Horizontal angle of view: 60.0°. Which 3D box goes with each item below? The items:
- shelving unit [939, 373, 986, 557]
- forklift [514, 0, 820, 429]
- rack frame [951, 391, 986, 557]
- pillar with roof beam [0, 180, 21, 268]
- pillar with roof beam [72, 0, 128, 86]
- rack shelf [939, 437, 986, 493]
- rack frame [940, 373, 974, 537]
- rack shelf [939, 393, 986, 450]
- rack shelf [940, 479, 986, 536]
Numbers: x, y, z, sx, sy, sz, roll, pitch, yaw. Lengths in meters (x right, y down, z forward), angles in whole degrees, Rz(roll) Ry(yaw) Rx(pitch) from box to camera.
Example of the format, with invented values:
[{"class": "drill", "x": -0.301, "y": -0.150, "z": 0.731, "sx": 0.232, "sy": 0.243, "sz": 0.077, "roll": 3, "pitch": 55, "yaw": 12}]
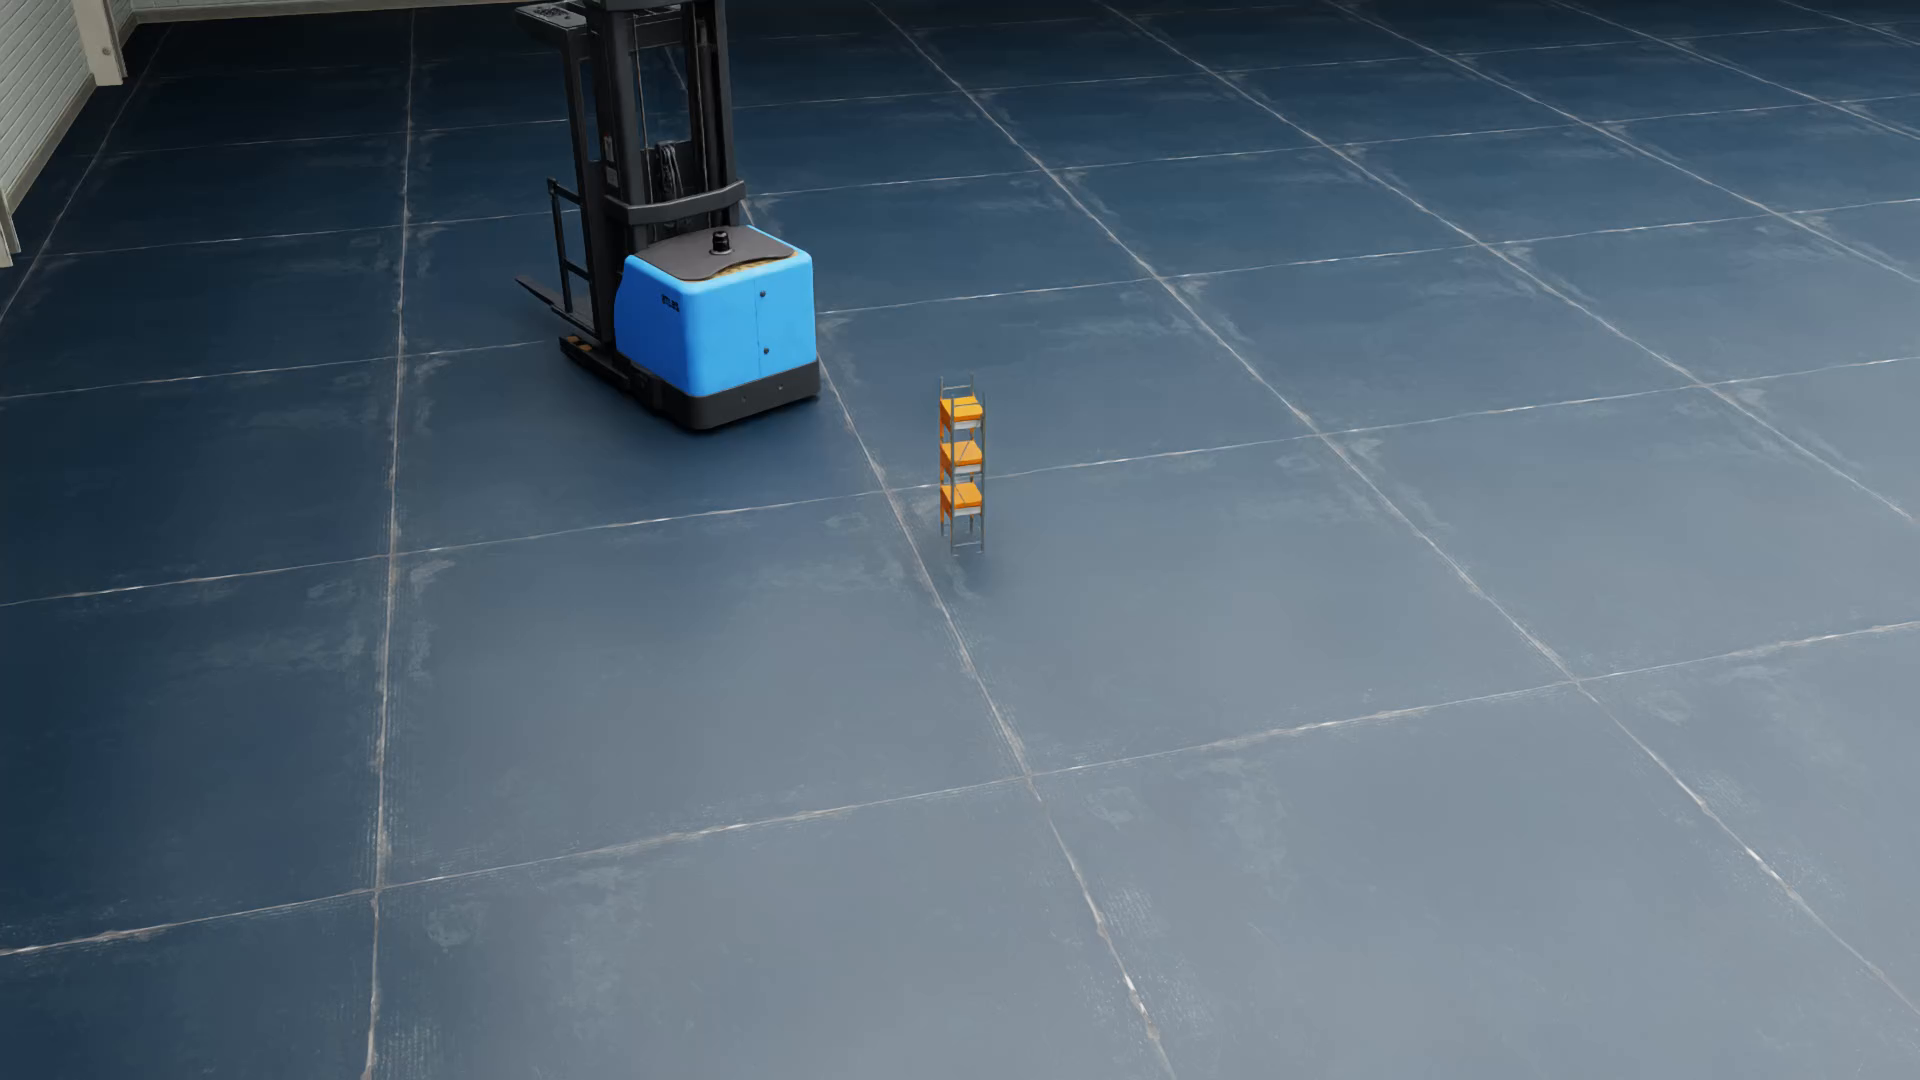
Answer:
[{"class": "shelving unit", "x": 0.014, "y": -0.429, "z": 9.673, "sx": 0.215, "sy": 1.050, "sz": 0.252, "roll": -8, "pitch": 31, "yaw": -13}, {"class": "forklift", "x": -2.301, "y": -2.675, "z": 11.677, "sx": 1.130, "sy": 2.935, "sz": 3.031, "roll": -22, "pitch": 37, "yaw": -33}, {"class": "rack frame", "x": 0.047, "y": -0.370, "z": 9.572, "sx": 0.200, "sy": 1.050, "sz": 0.008, "roll": -8, "pitch": 31, "yaw": -13}, {"class": "pillar with roof beam", "x": -4.002, "y": -6.835, "z": 12.808, "sx": 9.100, "sy": 9.000, "sz": 0.400, "roll": -8, "pitch": 31, "yaw": -13}, {"class": "pillar with roof beam", "x": -5.594, "y": -9.733, "z": 17.814, "sx": 9.100, "sy": 9.000, "sz": 0.400, "roll": -8, "pitch": 31, "yaw": -13}, {"class": "rack shelf", "x": 0.014, "y": -0.419, "z": 9.679, "sx": 0.215, "sy": 0.259, "sz": 0.240, "roll": -8, "pitch": 31, "yaw": -13}, {"class": "rack frame", "x": -0.018, "y": -0.487, "z": 9.775, "sx": 0.200, "sy": 1.050, "sz": 0.008, "roll": -8, "pitch": 31, "yaw": -13}, {"class": "rack shelf", "x": 0.014, "y": -0.665, "z": 9.537, "sx": 0.215, "sy": 0.259, "sz": 0.240, "roll": -8, "pitch": 31, "yaw": -13}, {"class": "rack shelf", "x": 0.014, "y": -0.179, "z": 9.818, "sx": 0.215, "sy": 0.259, "sz": 0.240, "roll": -8, "pitch": 31, "yaw": -13}]
